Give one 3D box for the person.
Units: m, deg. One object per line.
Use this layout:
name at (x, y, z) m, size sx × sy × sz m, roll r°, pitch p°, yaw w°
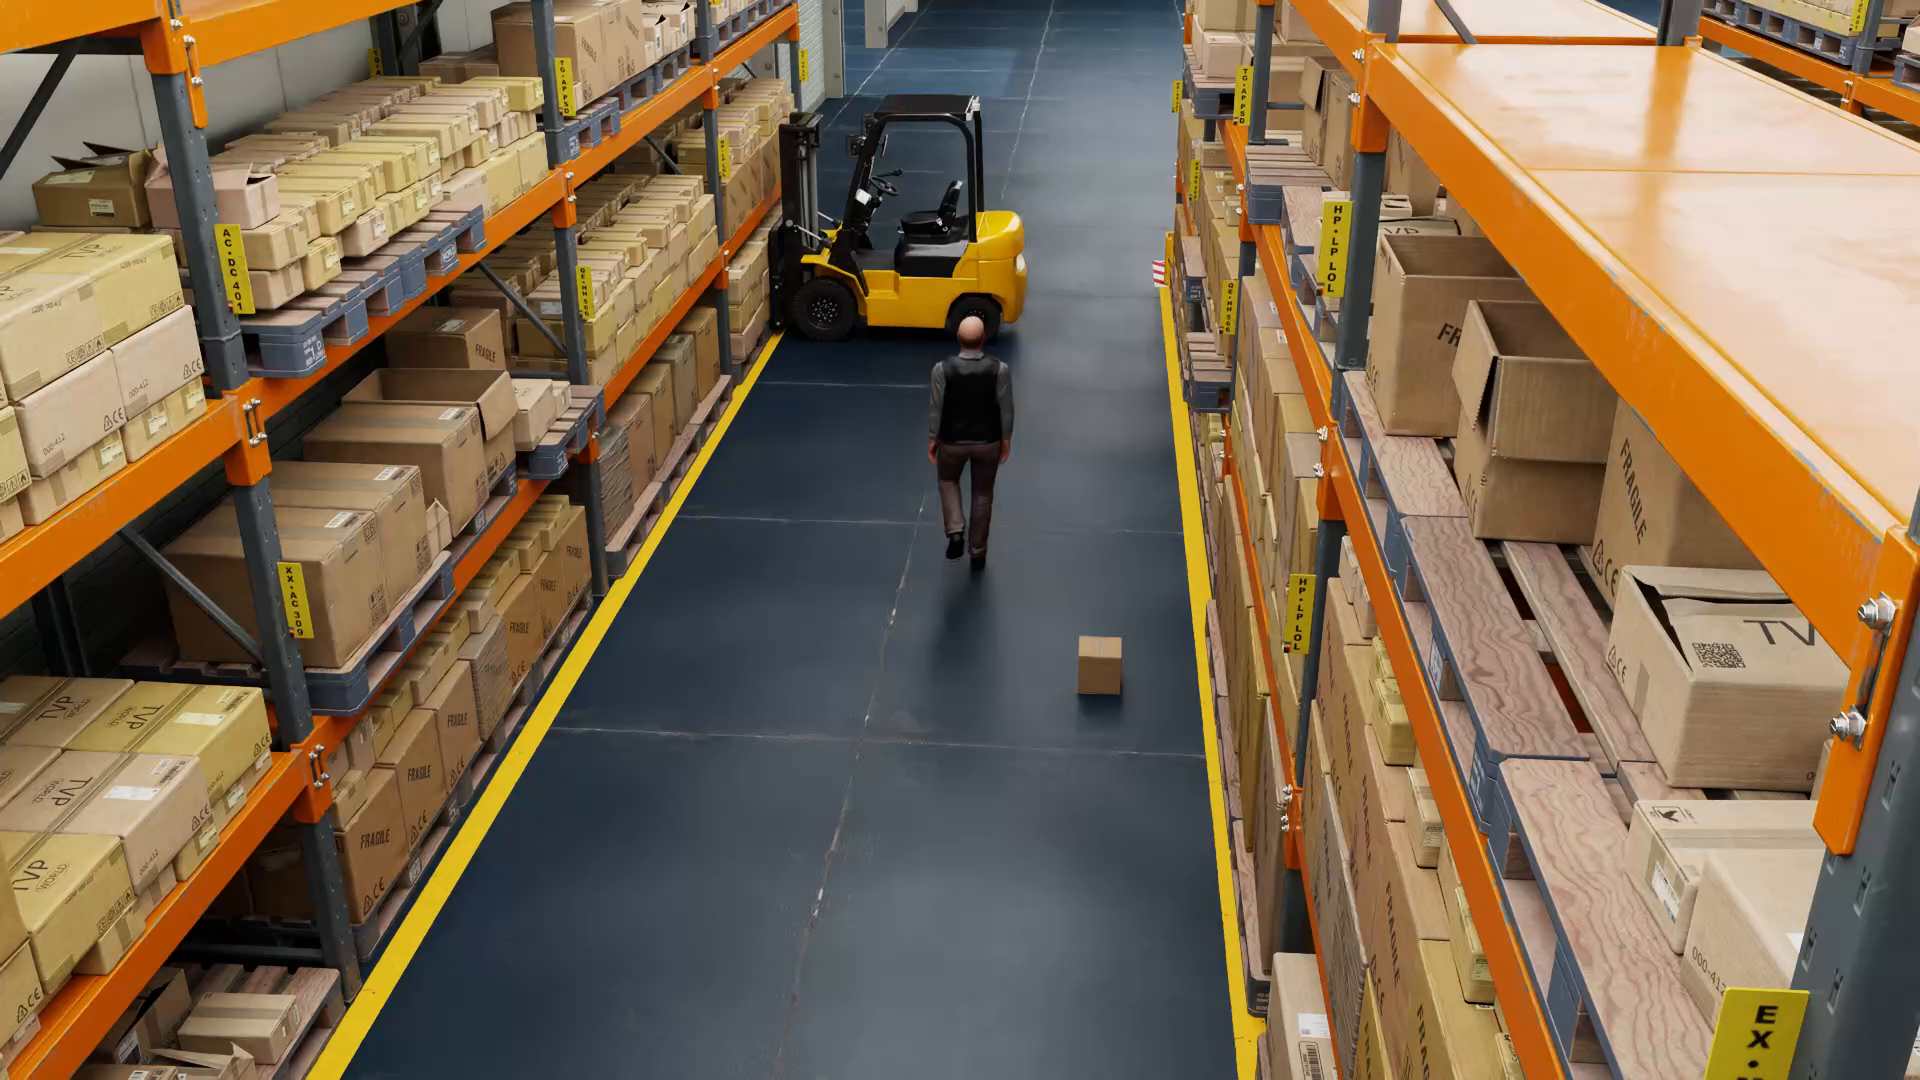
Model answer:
person at (0.074, -0.664, 11.037) m, size 0.565 × 1.714 × 0.463 m, roll 0°, pitch 24°, yaw 1°
